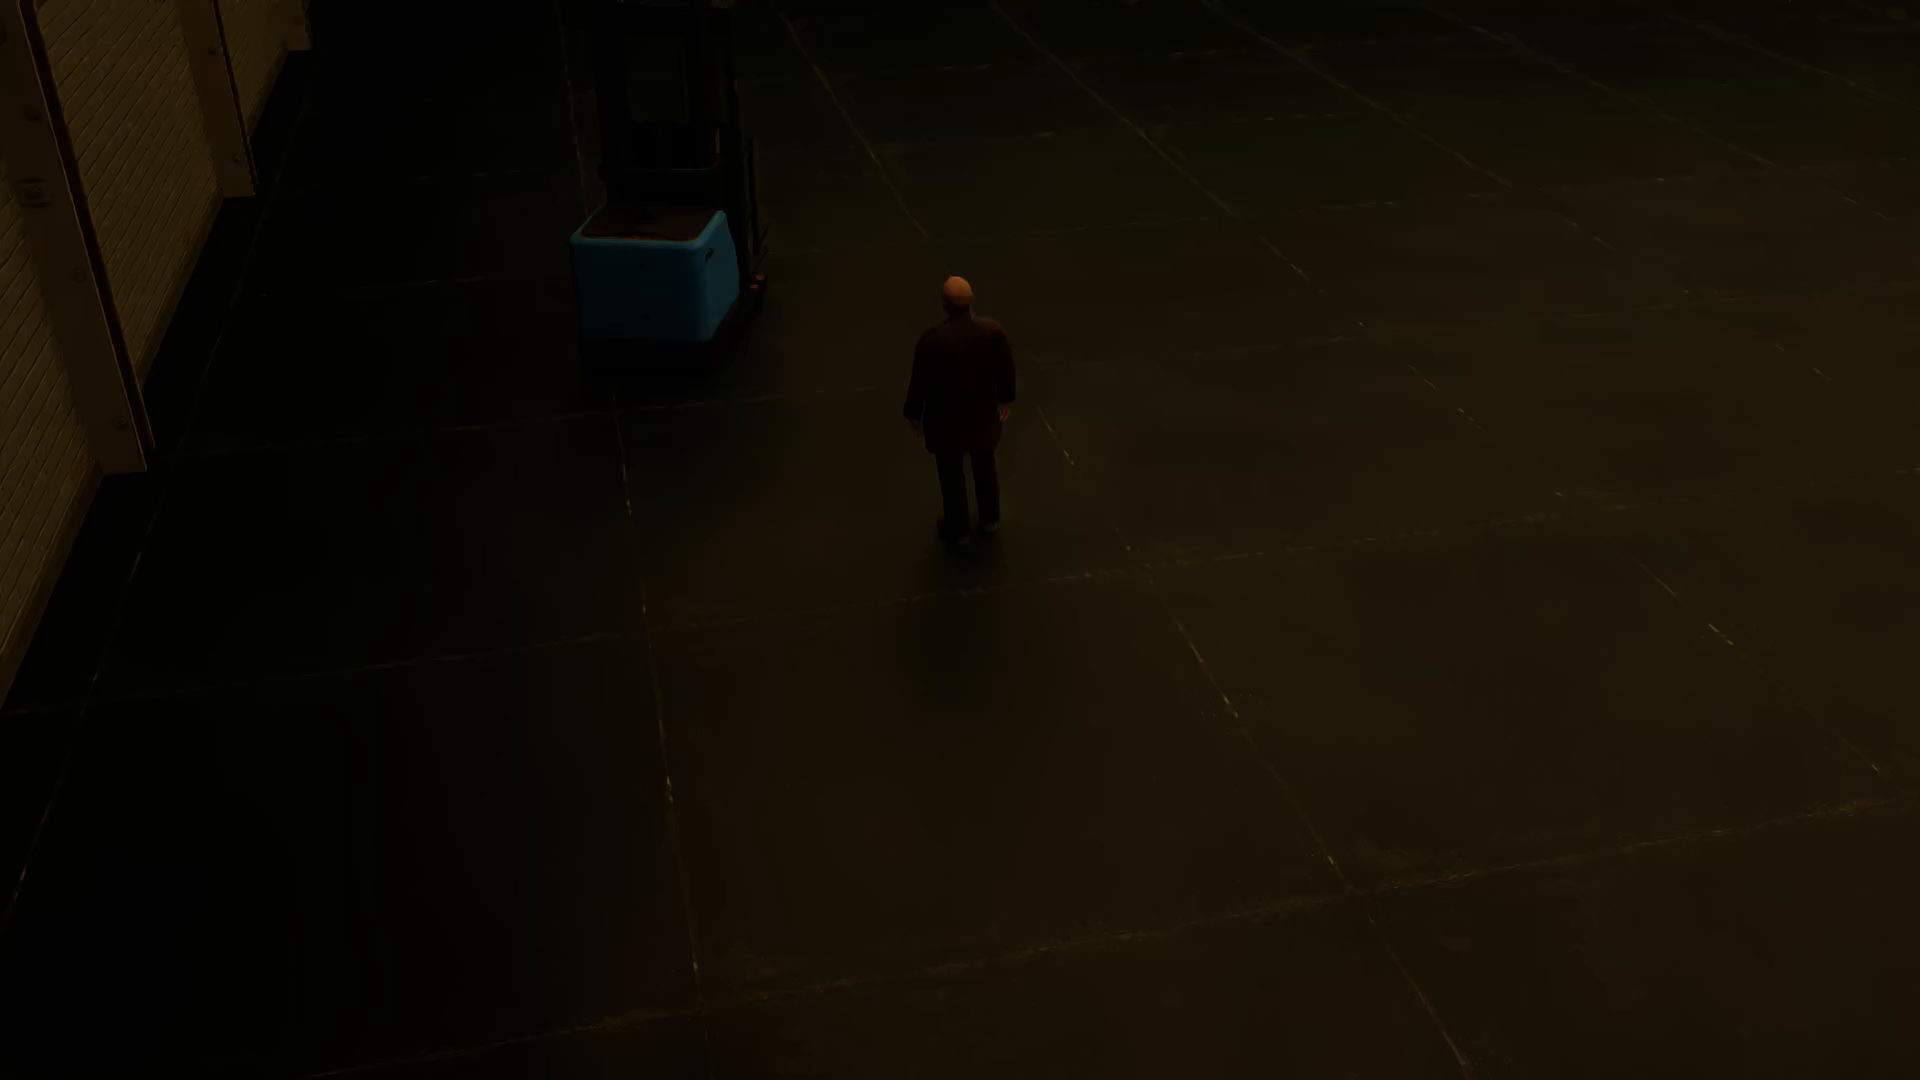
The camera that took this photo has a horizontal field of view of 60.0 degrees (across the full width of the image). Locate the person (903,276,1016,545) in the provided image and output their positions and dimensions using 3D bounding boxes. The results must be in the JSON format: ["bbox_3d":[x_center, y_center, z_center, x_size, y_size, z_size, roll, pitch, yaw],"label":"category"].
[{"bbox_3d":[-0.017,-0.821,10.129,0.694,1.776,0.580,-7,31,-12],"label":"person"}]

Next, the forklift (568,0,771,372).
[{"bbox_3d":[-2.222,-3.253,13.194,1.130,2.935,3.031,3,30,6],"label":"forklift"}]
